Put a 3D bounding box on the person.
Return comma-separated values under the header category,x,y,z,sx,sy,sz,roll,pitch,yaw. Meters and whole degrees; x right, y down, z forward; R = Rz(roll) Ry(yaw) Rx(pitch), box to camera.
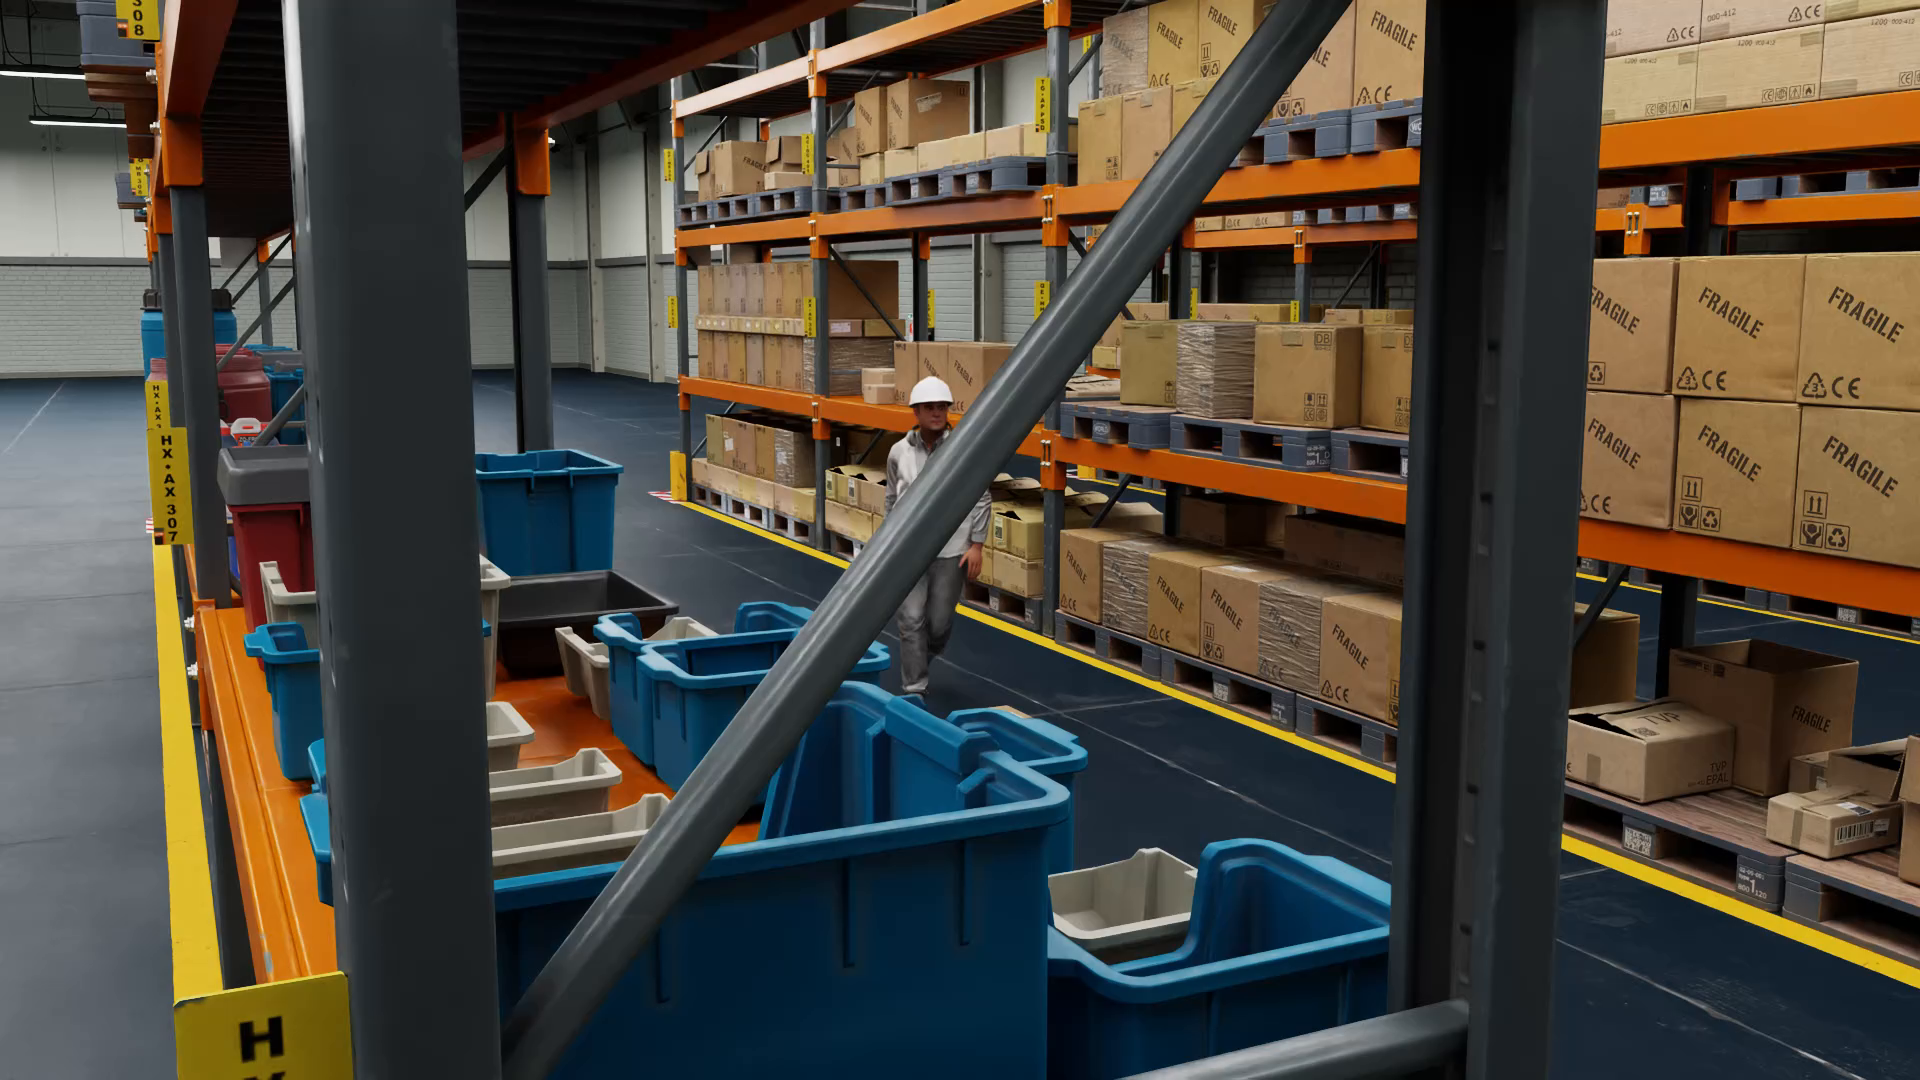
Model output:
category,x,y,z,sx,sy,sz,roll,pitch,yaw
person,-0.114,0.014,8.701,0.595,1.747,0.735,1,9,9
